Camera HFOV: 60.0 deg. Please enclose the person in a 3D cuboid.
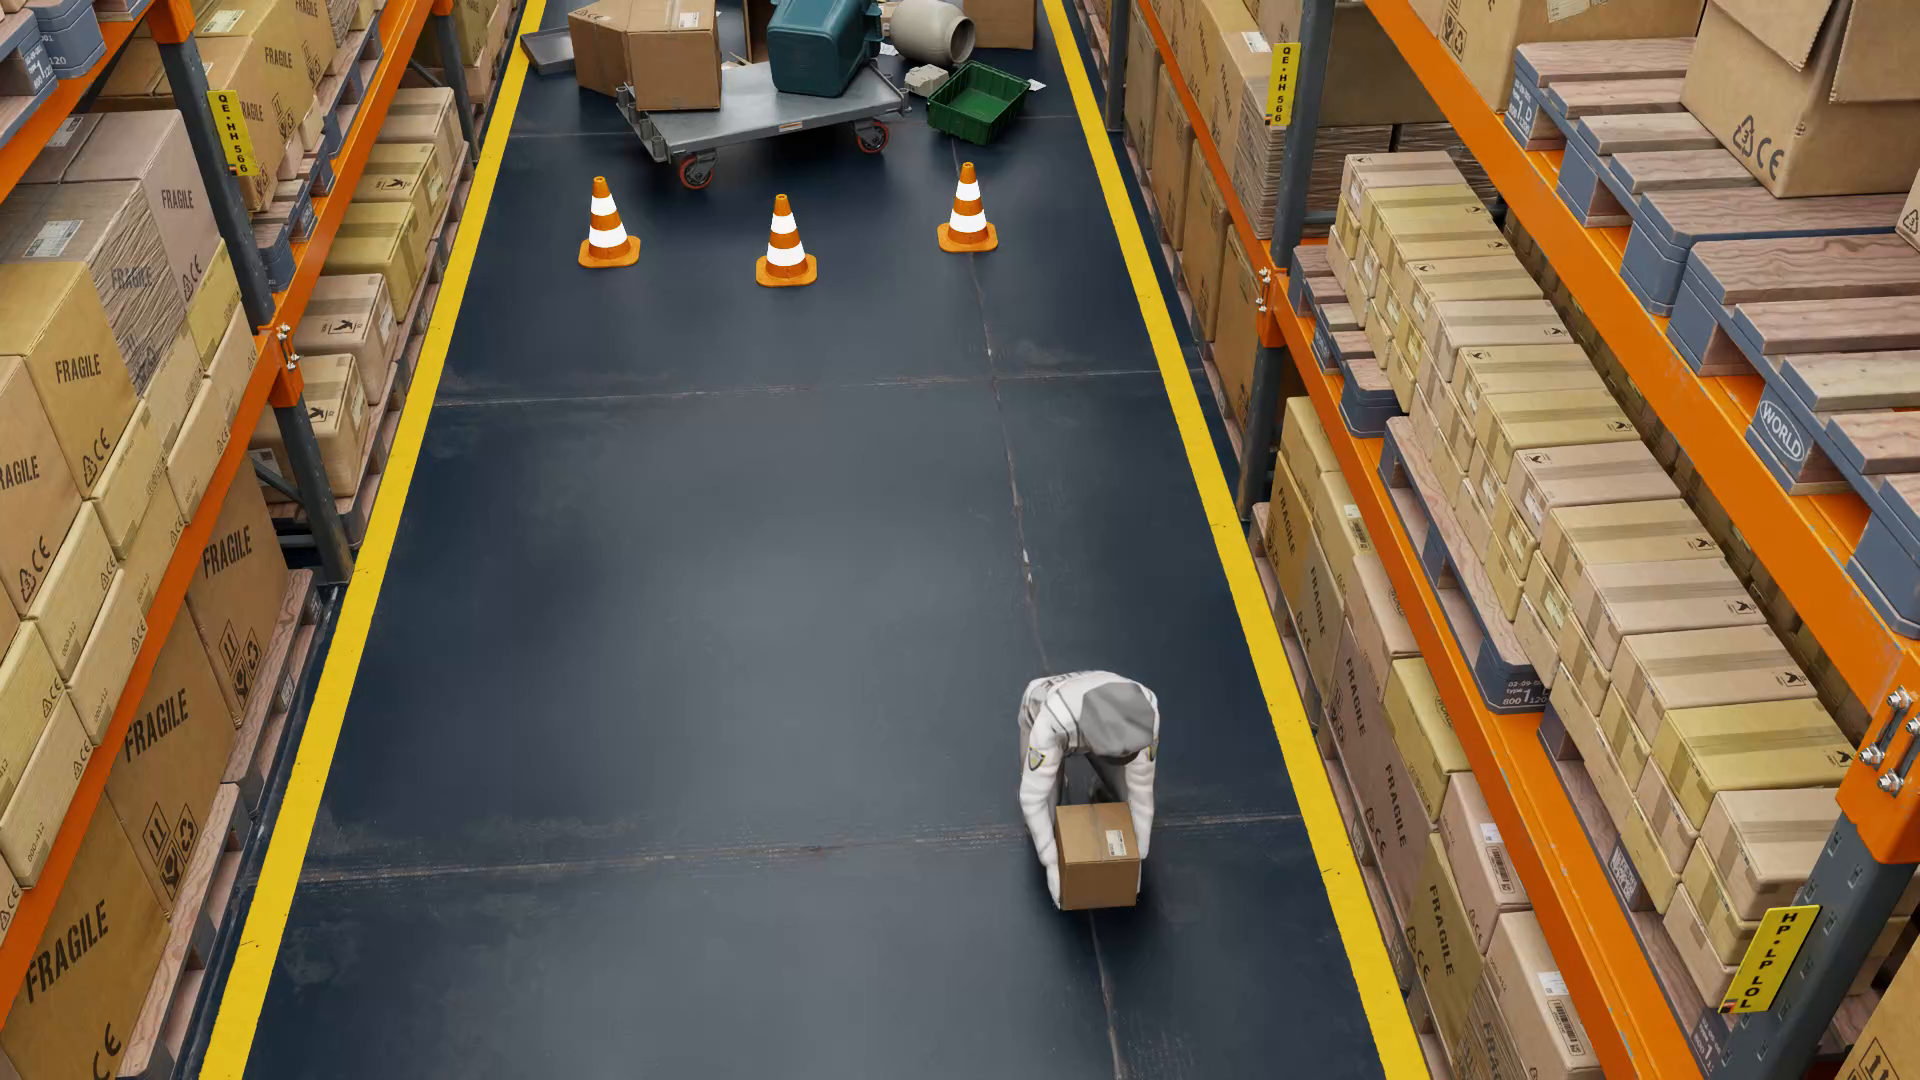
[{"bbox_3d":[0.434,0.751,5.800,0.491,0.969,0.828,-4,39,-4],"label":"person"}]
